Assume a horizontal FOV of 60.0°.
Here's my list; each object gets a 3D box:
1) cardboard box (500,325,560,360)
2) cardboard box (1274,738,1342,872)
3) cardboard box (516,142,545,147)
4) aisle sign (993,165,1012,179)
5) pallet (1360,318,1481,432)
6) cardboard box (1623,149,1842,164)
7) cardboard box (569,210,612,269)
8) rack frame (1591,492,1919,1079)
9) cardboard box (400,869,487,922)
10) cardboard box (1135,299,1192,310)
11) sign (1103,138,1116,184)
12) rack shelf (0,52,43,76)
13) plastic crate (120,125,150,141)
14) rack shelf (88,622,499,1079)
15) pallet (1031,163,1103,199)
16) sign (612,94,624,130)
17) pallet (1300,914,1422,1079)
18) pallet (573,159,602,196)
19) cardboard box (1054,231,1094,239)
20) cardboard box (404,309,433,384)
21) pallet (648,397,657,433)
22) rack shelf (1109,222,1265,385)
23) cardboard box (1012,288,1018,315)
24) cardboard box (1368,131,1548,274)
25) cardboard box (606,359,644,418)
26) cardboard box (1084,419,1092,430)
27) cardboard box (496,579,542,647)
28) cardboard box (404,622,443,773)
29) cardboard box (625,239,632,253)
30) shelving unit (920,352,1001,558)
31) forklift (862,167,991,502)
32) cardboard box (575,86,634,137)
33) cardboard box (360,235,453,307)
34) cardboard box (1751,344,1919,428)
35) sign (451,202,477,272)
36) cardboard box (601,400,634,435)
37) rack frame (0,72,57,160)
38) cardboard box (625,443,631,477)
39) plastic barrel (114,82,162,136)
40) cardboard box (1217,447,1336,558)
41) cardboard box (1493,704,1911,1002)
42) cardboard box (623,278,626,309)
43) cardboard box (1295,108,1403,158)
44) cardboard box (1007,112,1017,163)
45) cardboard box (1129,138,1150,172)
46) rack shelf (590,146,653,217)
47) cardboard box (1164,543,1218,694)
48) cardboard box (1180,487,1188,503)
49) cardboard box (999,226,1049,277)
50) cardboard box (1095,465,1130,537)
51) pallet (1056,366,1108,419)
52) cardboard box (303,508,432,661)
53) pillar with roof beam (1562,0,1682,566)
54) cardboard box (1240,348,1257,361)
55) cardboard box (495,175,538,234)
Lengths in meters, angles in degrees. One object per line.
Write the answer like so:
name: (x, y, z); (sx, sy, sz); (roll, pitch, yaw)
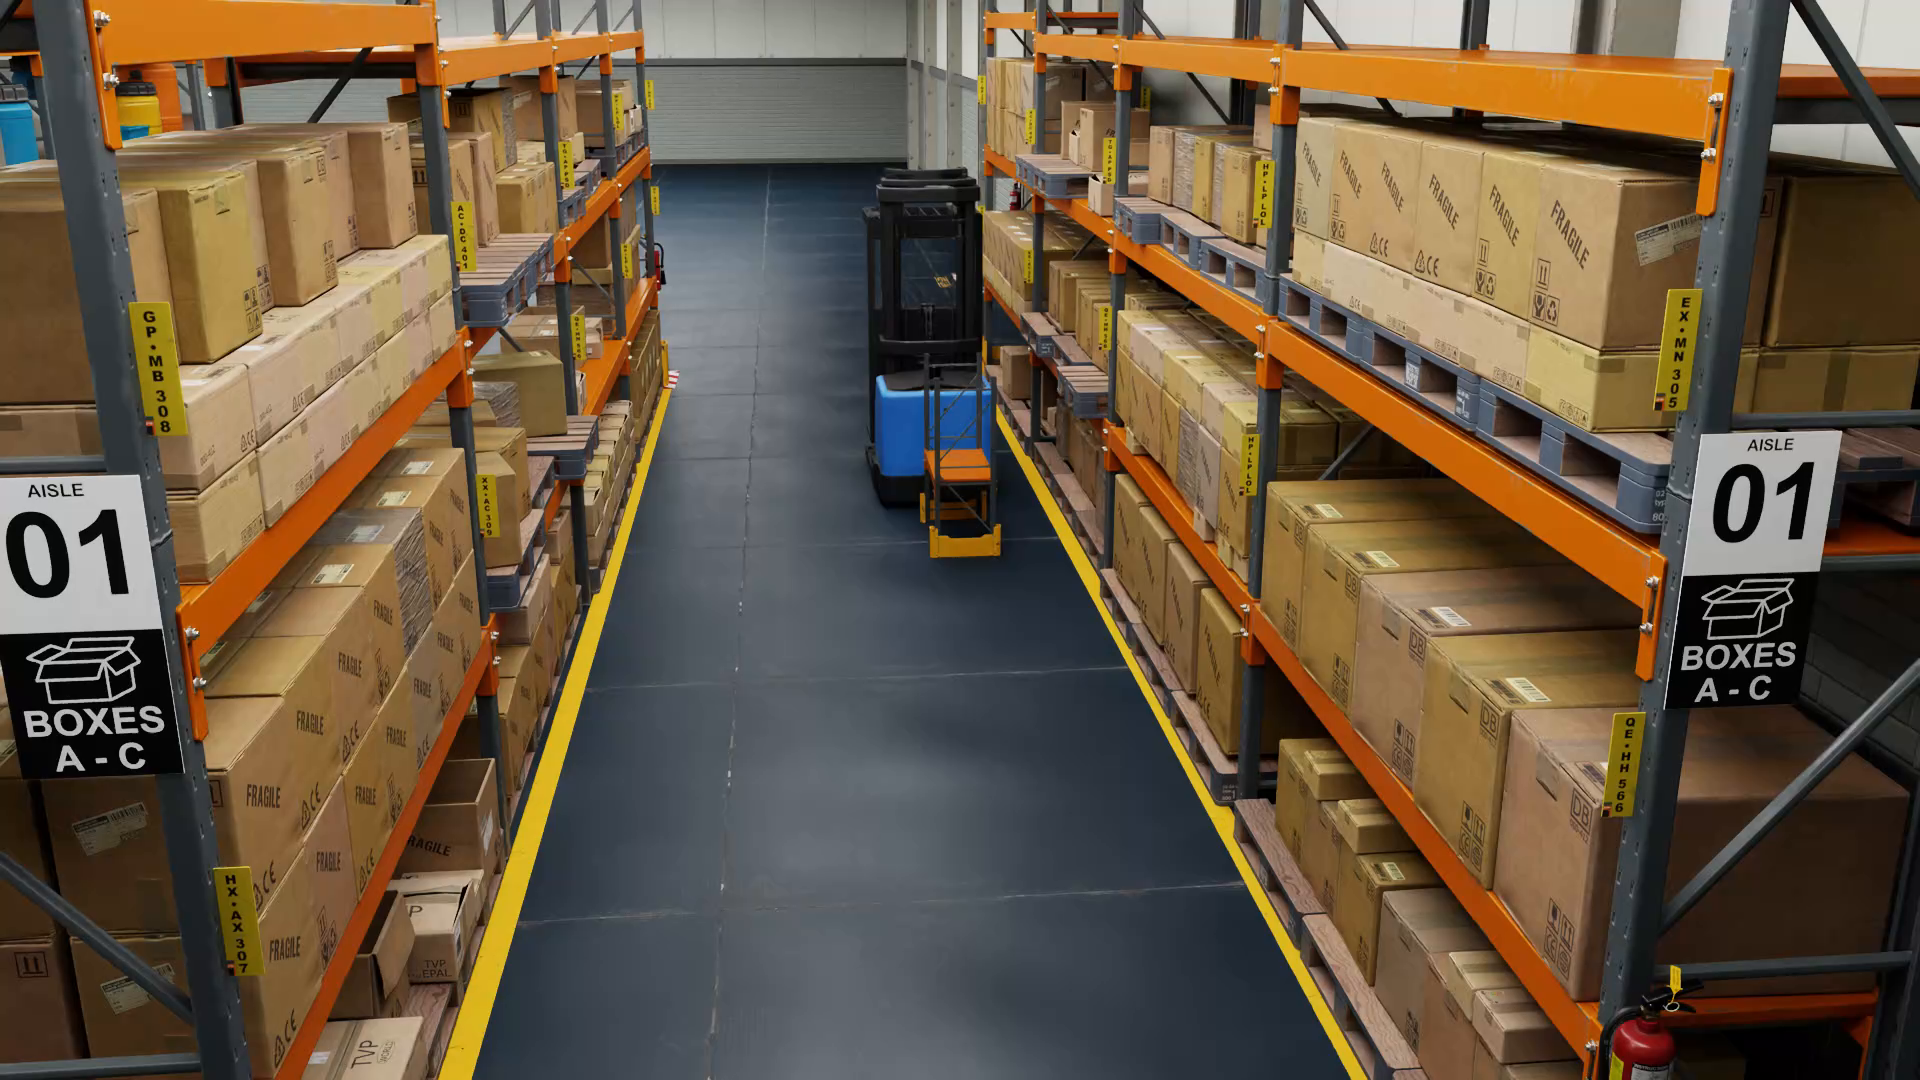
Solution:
cardboard box: (-3.491, -1.476, 13.704); (0.500, 0.500, 0.500); (-3, 18, -9)
cardboard box: (2.013, 1.327, 8.415); (0.700, 0.500, 0.500); (-2, 17, -5)
cardboard box: (-3.578, -3.109, 13.614); (0.500, 0.250, 0.500); (-3, 18, -10)
aisle sign: (0.495, -4.719, 19.861); (0.394, 0.787, 0.004); (-2, 18, -6)
pallet: (2.235, -0.673, 6.455); (1.003, 0.211, 1.213); (-2, 18, -6)
cardboard box: (2.569, -1.048, 5.629); (0.500, 0.500, 0.500); (-2, 18, -7)
cardboard box: (-3.766, -2.919, 16.135); (0.700, 0.500, 0.500); (-2, 18, -5)
rack frame: (2.451, 1.300, 5.027); (1.000, 3.000, 0.127); (-2, 18, -6)
cardboard box: (-2.449, 1.684, 7.831); (0.380, 0.149, 0.250); (-2, 18, -6)
cardboard box: (1.560, -1.752, 12.766); (0.380, 0.149, 0.250); (-4, 18, -13)
sign: (1.086, -2.745, 12.041); (0.100, 0.325, 0.005); (-2, 18, -6)
rack shelf: (-8.435, -3.701, 12.811); (1.077, 0.370, 4.000); (-2, 18, -6)
plastic crate: (-8.558, -4.025, 17.009); (0.392, 0.384, 0.575); (-2, 18, -6)
rack shelf: (-2.682, 1.202, 6.542); (1.077, 0.370, 4.000); (-2, 18, -6)
pallet: (1.281, -3.120, 14.414); (1.213, 0.211, 1.003); (-2, 18, -6)
sign: (-3.175, -3.968, 15.413); (0.100, 0.325, 0.005); (-2, 18, -6)
pallet: (2.168, 2.032, 7.351); (1.003, 0.211, 1.213); (-2, 18, -6)
pallet: (-3.610, -3.198, 14.668); (0.805, 0.209, 1.217); (-2, 18, -8)
cardboard box: (1.277, -3.020, 17.754); (0.500, 0.500, 0.500); (-1, 17, -4)
cardboard box: (-2.533, -0.811, 6.994); (0.500, 0.250, 0.500); (-2, 18, -6)
pallet: (-3.883, -1.393, 18.261); (1.003, 0.211, 1.213); (-2, 18, -6)
rack shelf: (1.832, -1.575, 10.380); (1.077, 0.370, 4.000); (-2, 18, -6)
cardboard box: (0.820, -2.493, 17.328); (0.500, 0.250, 0.500); (-2, 18, -5)
cardboard box: (1.948, -1.336, 6.547); (0.500, 0.500, 0.500); (-2, 18, -5)
cardboard box: (-3.450, -1.515, 16.632); (0.500, 0.500, 0.500); (-2, 18, -6)
cardboard box: (1.412, -1.145, 15.003); (0.500, 0.250, 0.500); (-2, 18, -7)
cardboard box: (-2.799, 0.438, 9.960); (0.500, 0.250, 0.500); (-2, 18, -6)
cardboard box: (-2.472, 0.663, 6.892); (0.500, 0.500, 0.500); (-1, 17, -4)
cardboard box: (-3.762, -3.176, 18.035); (0.380, 0.149, 0.250); (-1, 17, -4)
shelving unit: (-0.008, -0.738, 14.025); (0.587, 1.500, 1.083); (-2, 18, -6)
forklift: (-0.359, -2.137, 16.089); (1.130, 2.935, 3.031); (-2, 18, -6)
cardboard box: (-3.758, -4.363, 16.951); (0.797, 0.503, 0.637); (0, 17, 0)
cardboard box: (-2.568, -1.199, 7.396); (0.500, 0.250, 0.500); (-2, 18, -6)
cardboard box: (2.619, -0.532, 5.239); (0.500, 0.250, 0.500); (-1, 17, -3)
sign: (-2.350, -1.434, 7.866); (0.100, 0.325, 0.005); (-2, 18, -6)
cardboard box: (-3.387, -1.165, 15.833); (0.500, 0.311, 0.500); (-2, 18, -6)
rack frame: (-8.641, -4.831, 14.542); (1.000, 3.000, 0.127); (-2, 18, -6)
cardboard box: (-3.332, -0.744, 15.428); (0.500, 0.250, 0.500); (-2, 18, -6)
plastic barrel: (-8.810, -4.546, 17.626); (0.600, 0.588, 0.600); (0, 17, 0)
cardboard box: (1.740, -0.220, 9.174); (0.500, 0.500, 0.500); (-2, 18, -7)
cardboard box: (2.388, 1.006, 5.465); (0.980, 0.700, 0.700); (-1, 17, -3)
cardboard box: (-3.875, -2.607, 17.306); (0.700, 0.500, 0.500); (-2, 17, -5)
cardboard box: (2.078, -2.204, 9.029); (0.500, 0.250, 0.500); (-1, 17, -2)
cardboard box: (0.781, -4.221, 17.406); (0.500, 0.500, 0.500); (-2, 18, -8)
cardboard box: (1.584, -2.962, 13.391); (0.797, 0.503, 0.637); (1, 17, 2)
rack shelf: (-3.920, -3.804, 17.481); (1.077, 0.370, 4.000); (-2, 18, -6)
cardboard box: (1.747, 0.480, 10.530); (0.750, 0.750, 0.750); (-1, 17, -4)
cardboard box: (1.618, -0.332, 10.614); (0.380, 0.149, 0.250); (-1, 17, -4)
cardboard box: (0.704, -3.156, 18.186); (0.500, 0.500, 0.500); (-1, 17, -4)
cardboard box: (1.499, -0.313, 13.606); (0.700, 0.500, 0.500); (-2, 17, -5)
pallet: (1.446, -1.201, 13.314); (1.213, 0.211, 1.003); (-2, 18, -6)
cardboard box: (-2.472, 0.183, 6.749); (0.500, 0.500, 0.500); (-2, 18, -5)
pillar with roof beam: (-1.311, -2.439, 6.922); (9.100, 9.000, 0.400); (-2, 18, -6)
cardboard box: (2.083, -1.054, 10.577); (0.500, 0.250, 0.500); (-2, 18, -7)
cardboard box: (-3.117, -1.972, 10.276); (0.910, 0.500, 0.500); (-2, 18, -6)
